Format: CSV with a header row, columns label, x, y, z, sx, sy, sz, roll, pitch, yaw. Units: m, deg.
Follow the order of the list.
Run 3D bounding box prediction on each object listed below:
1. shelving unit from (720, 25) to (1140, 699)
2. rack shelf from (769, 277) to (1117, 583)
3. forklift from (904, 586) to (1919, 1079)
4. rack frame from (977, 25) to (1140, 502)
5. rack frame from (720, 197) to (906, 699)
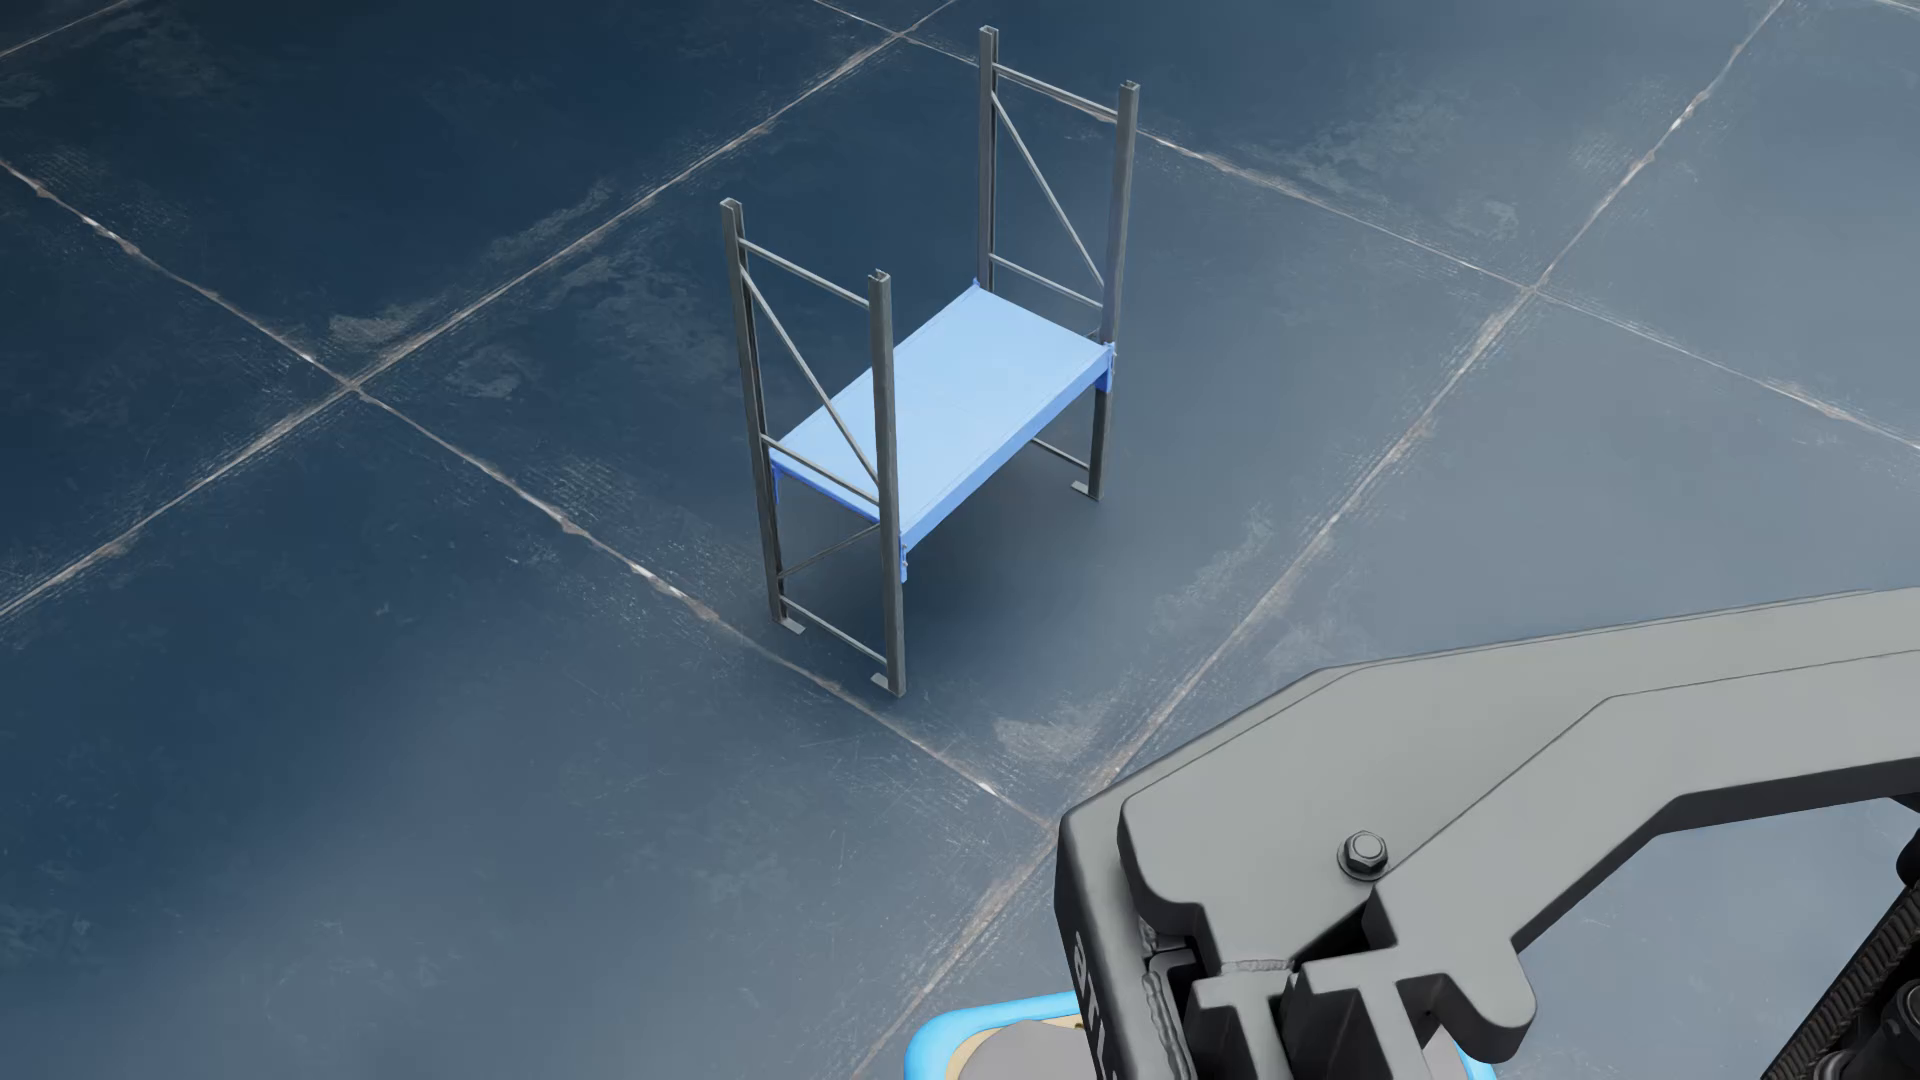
label,x,y,z,sx,sy,sz,roll,pitch,yaw
shelving unit,-0.052,-0.469,4.661,0.538,1.500,1.048,29,53,25
rack shelf,-0.052,-0.345,4.791,0.538,0.185,1.000,29,53,25
forklift,0.657,1.569,1.724,1.130,2.935,3.031,-8,47,-7
rack frame,0.259,-0.760,4.939,0.500,1.500,0.032,29,53,25
rack frame,-0.363,-0.178,4.383,0.500,1.500,0.032,29,53,25
